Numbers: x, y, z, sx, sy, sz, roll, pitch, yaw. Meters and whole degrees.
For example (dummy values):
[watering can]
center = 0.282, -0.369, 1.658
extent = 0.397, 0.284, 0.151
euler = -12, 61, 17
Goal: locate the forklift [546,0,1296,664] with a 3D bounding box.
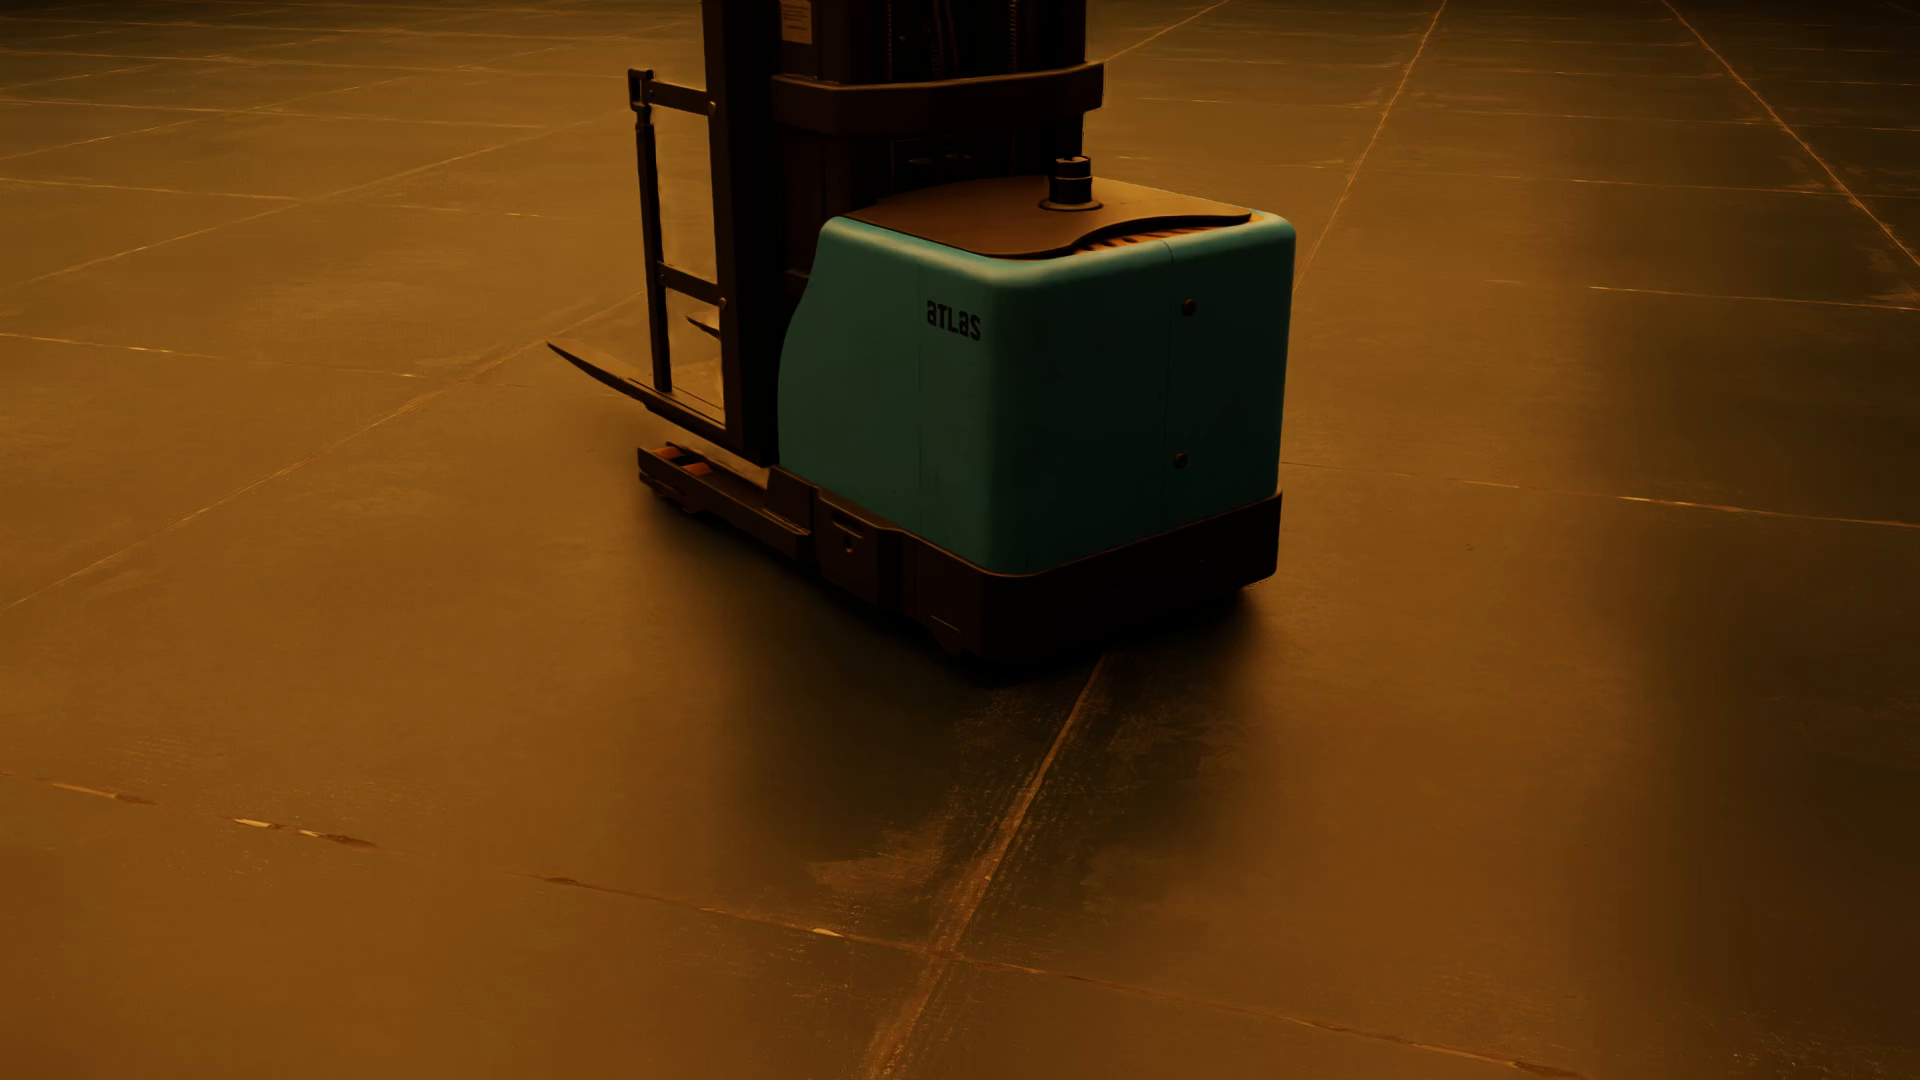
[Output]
[forklift]
center = -0.400, -1.539, 5.007
extent = 1.130, 2.935, 3.031
euler = -17, 28, -35
